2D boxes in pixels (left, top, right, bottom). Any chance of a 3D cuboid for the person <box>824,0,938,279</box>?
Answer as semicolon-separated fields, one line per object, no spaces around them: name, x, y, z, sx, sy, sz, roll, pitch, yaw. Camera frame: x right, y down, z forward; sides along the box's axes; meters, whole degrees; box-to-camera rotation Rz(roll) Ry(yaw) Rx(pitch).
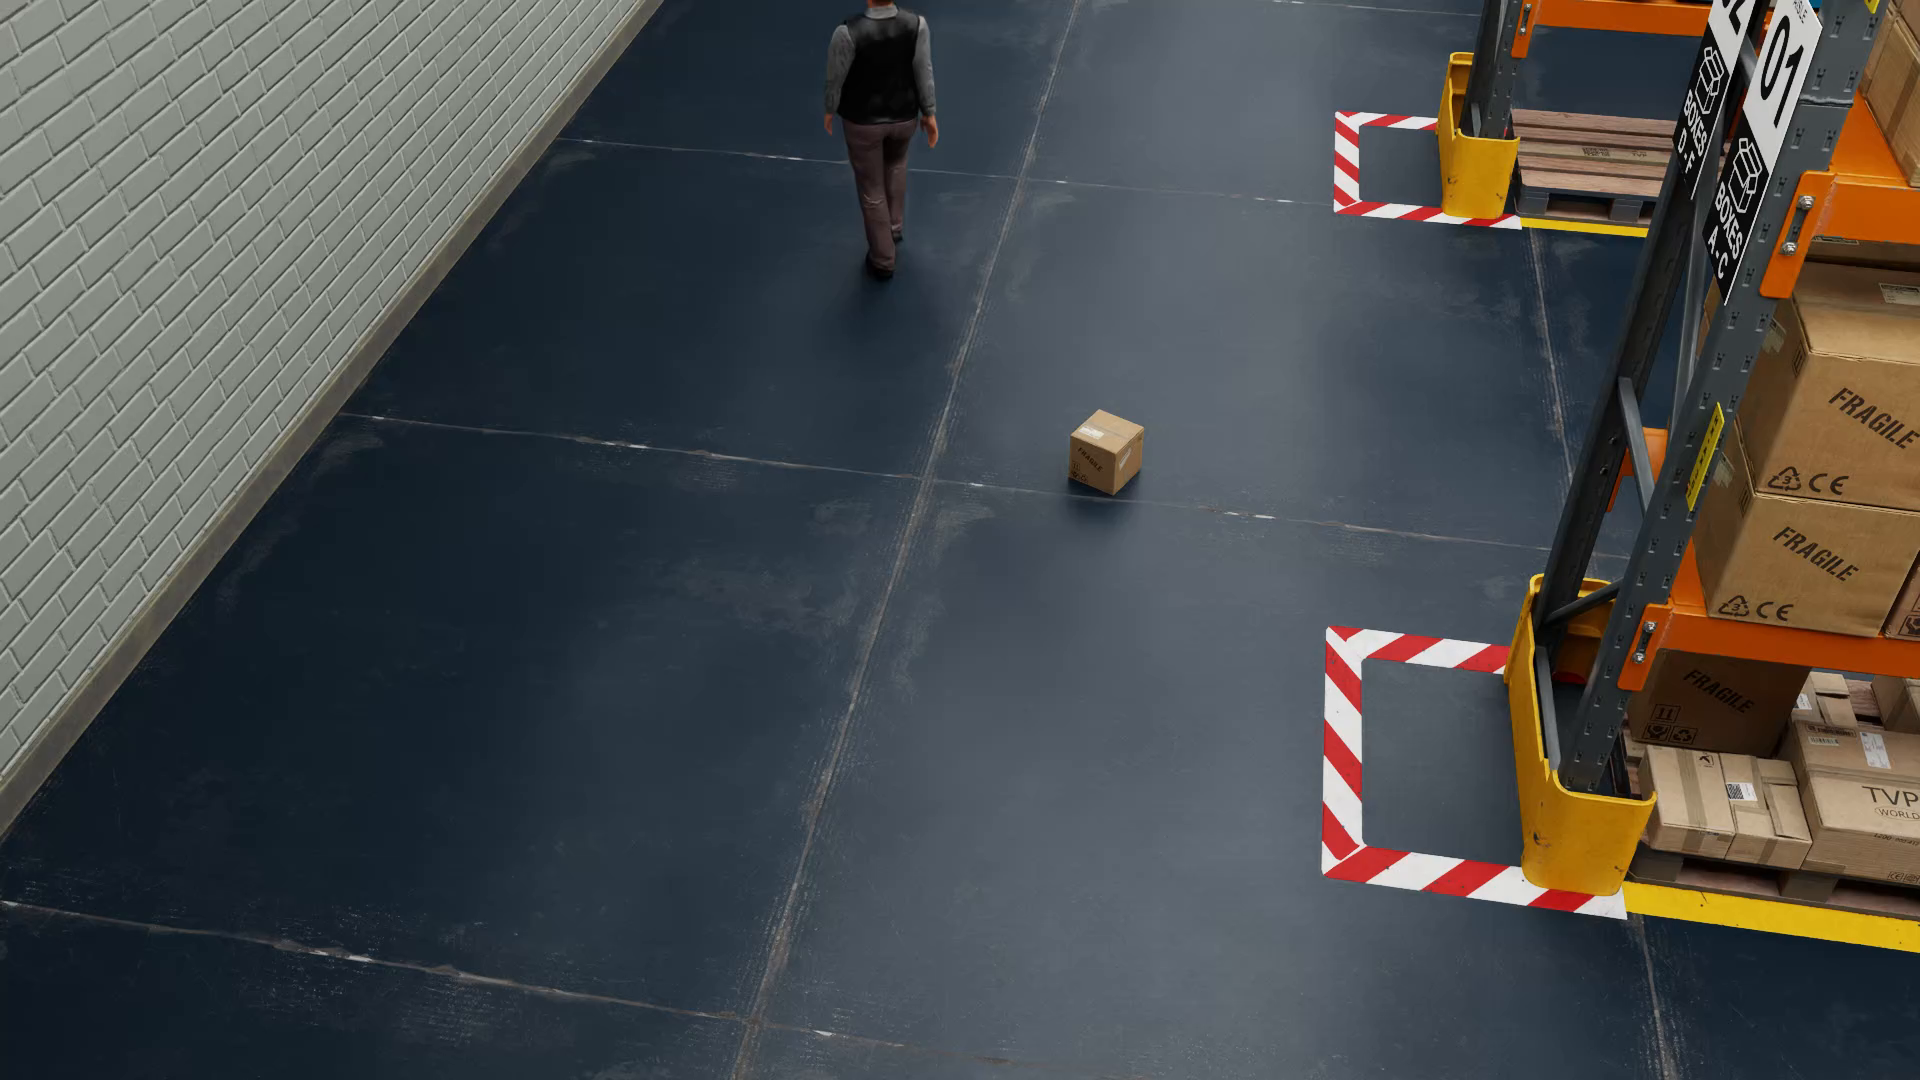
person;-0.442;-2.223;8.831;0.571;1.785;0.595;-14;42;-16
